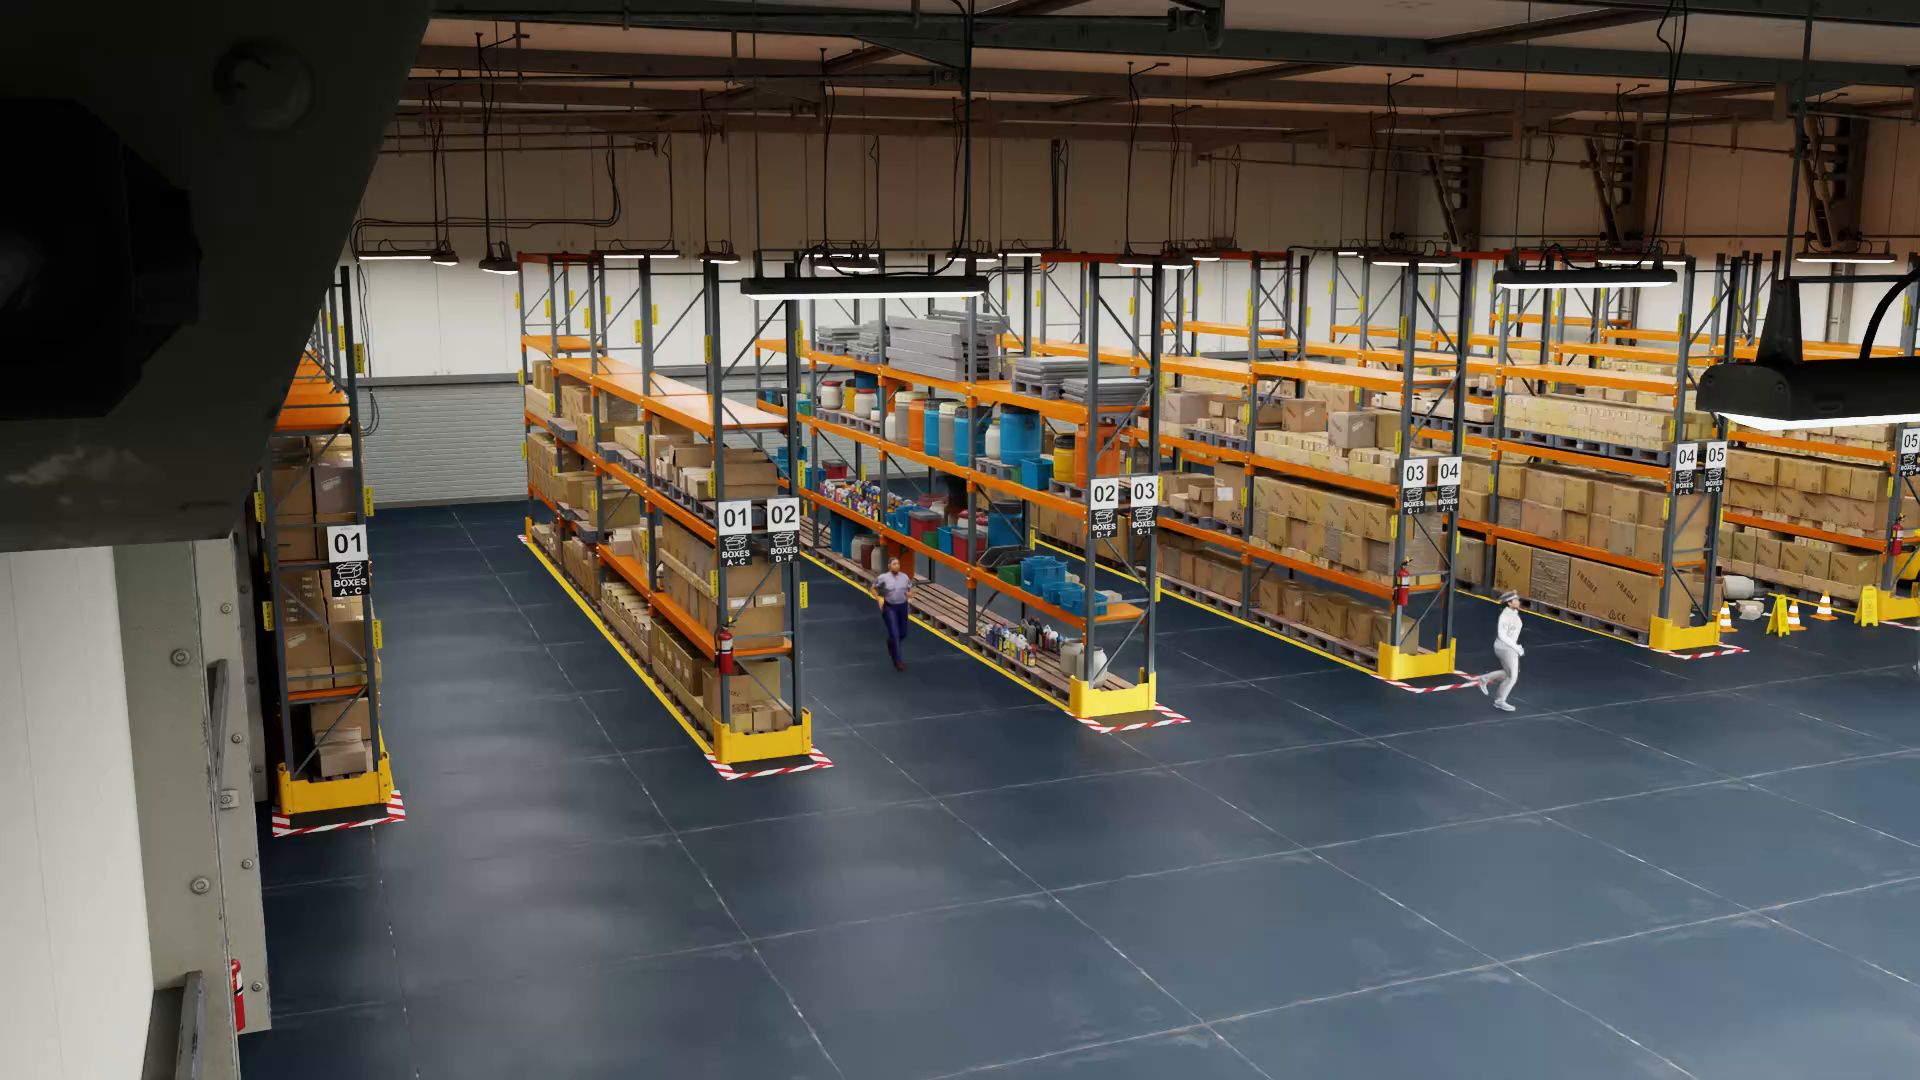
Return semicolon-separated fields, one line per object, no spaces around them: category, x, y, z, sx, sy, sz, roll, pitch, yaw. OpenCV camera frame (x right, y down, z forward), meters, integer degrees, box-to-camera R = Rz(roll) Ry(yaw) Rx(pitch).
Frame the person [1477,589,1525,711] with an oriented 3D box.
person;7.329;1.463;22.484;0.622;1.669;0.646;5;11;25

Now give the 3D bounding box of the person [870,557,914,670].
person;-0.971;1.047;24.702;0.615;1.617;0.899;-5;12;-27
